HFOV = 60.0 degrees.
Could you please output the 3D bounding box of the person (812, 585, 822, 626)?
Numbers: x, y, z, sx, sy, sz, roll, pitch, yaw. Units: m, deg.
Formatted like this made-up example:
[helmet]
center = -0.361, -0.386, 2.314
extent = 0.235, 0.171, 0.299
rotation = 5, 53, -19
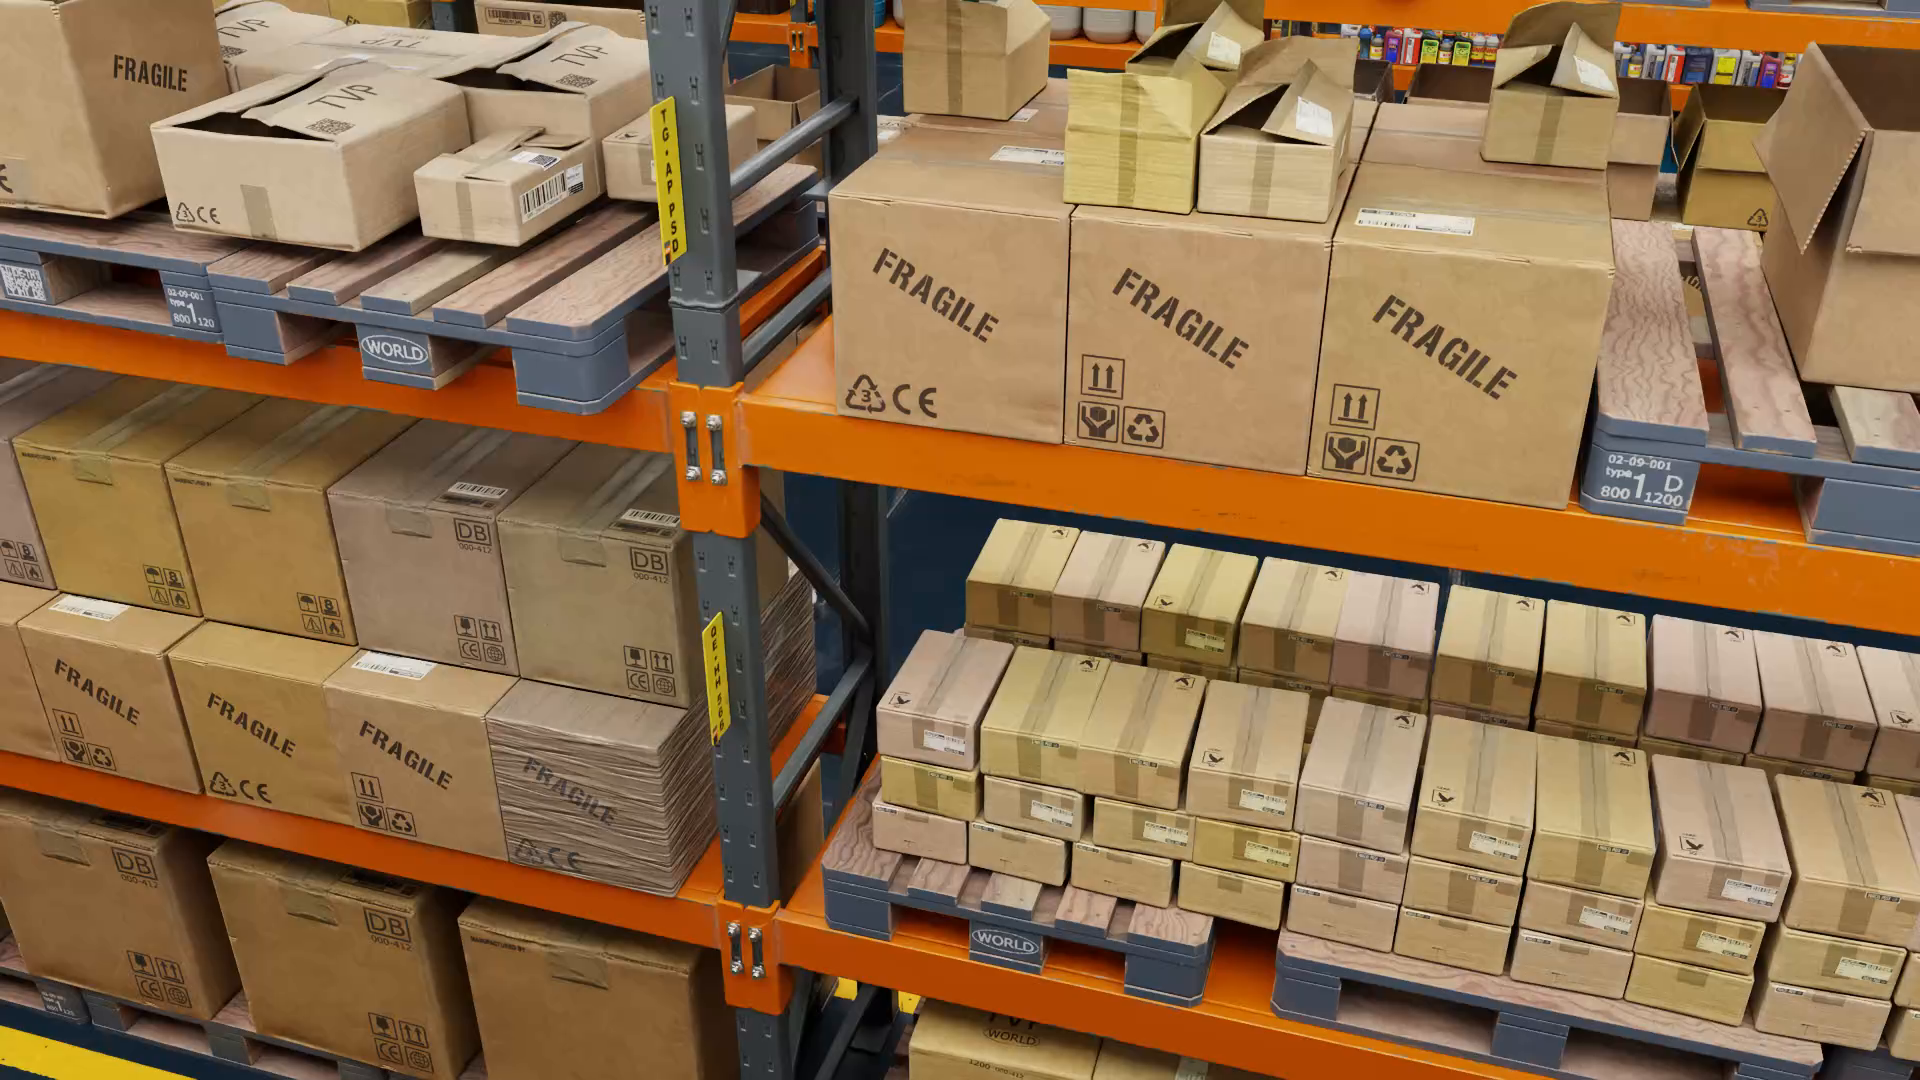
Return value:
[person]
center = -0.884, 0.515, 7.151
extent = 0.454, 0.781, 0.907
rotation = 8, 30, 14
